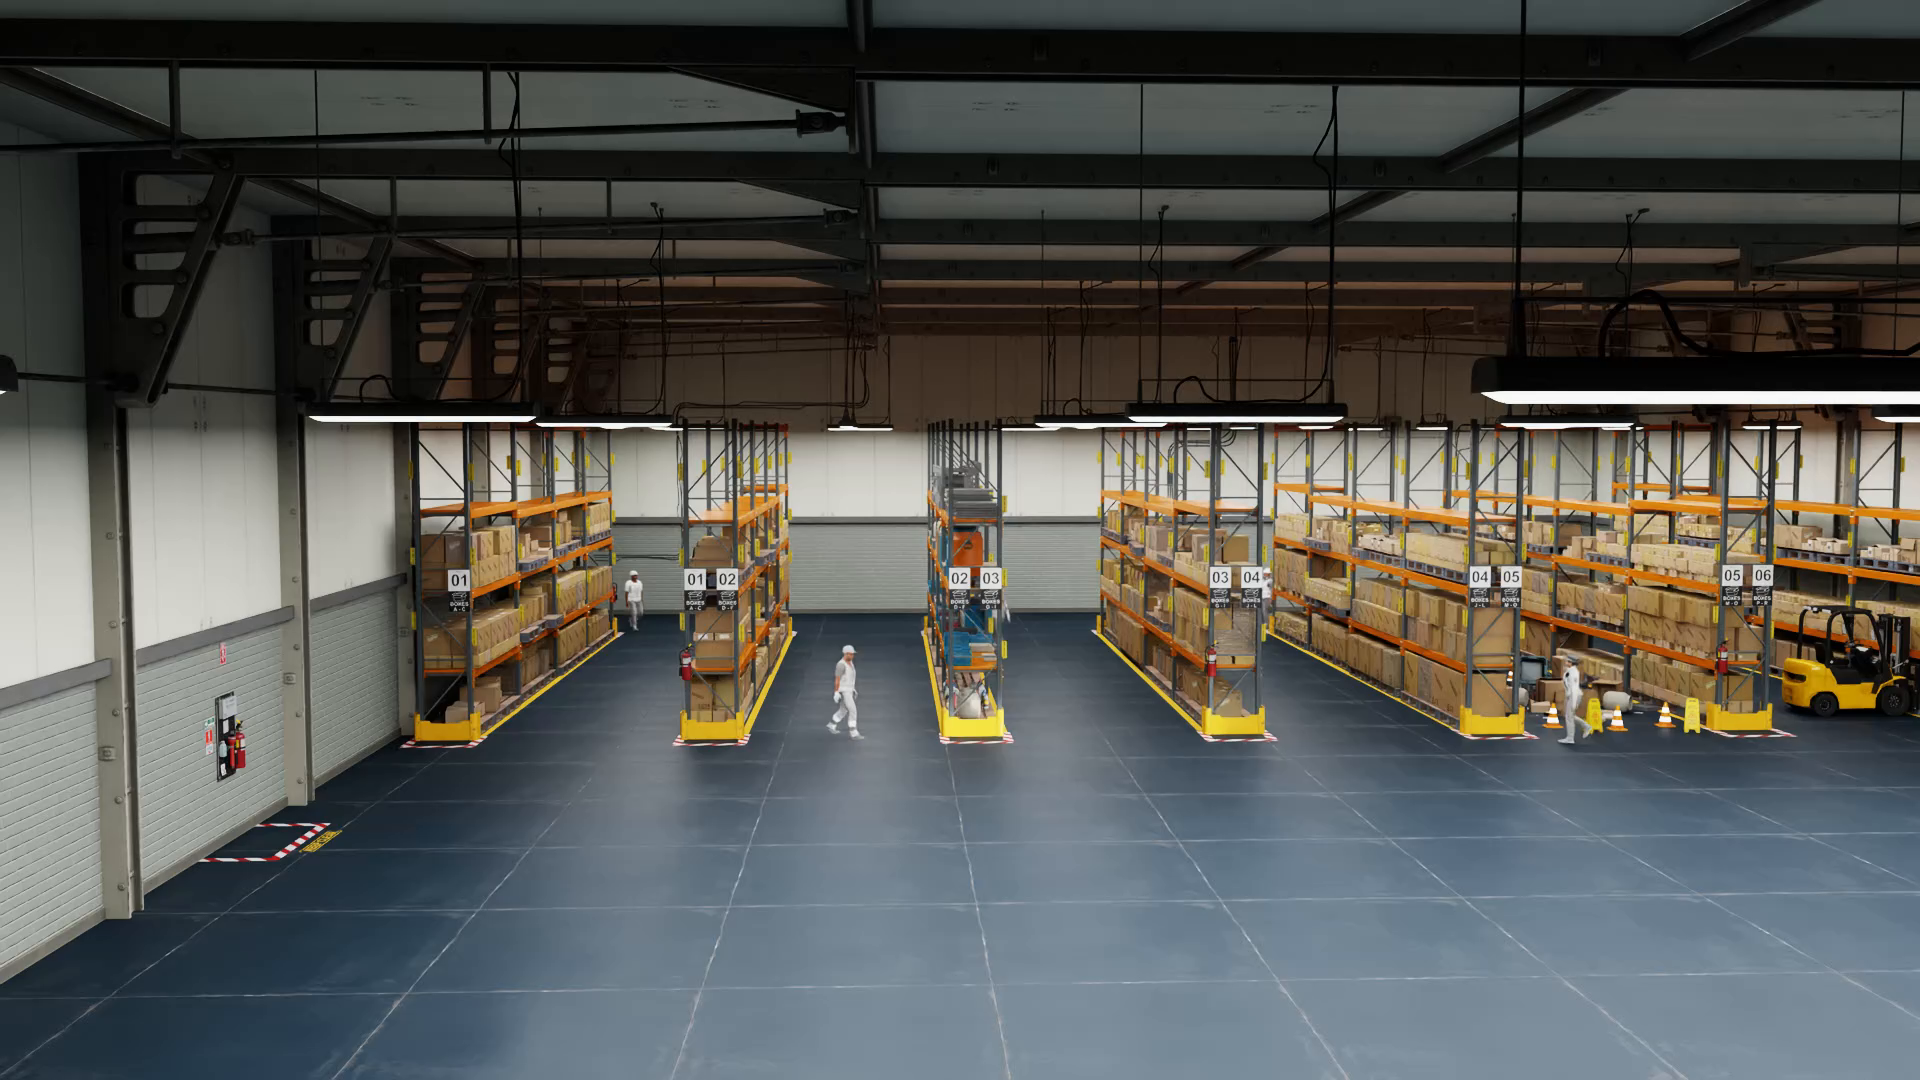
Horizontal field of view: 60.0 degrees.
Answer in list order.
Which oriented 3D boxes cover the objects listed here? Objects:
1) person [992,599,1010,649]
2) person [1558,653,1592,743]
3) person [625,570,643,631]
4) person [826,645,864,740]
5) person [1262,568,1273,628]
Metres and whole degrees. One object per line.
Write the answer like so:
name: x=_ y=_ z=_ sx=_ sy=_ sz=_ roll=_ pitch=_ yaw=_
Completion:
person: x=1.052 y=2.062 z=44.120 sx=0.517 sy=1.635 sz=0.978 roll=-2 pitch=4 yaw=-30
person: x=11.379 y=2.909 z=30.685 sx=0.645 sy=1.665 sz=0.488 roll=0 pitch=4 yaw=5
person: x=-9.453 y=1.750 z=48.153 sx=0.568 sy=1.754 sz=0.632 roll=-3 pitch=5 yaw=-43
person: x=-2.154 y=2.851 z=31.260 sx=0.917 sy=1.752 sz=0.547 roll=1 pitch=4 yaw=18
person: x=9.025 y=1.695 z=48.827 sx=0.548 sy=1.764 sz=0.550 roll=-1 pitch=4 yaw=-18
